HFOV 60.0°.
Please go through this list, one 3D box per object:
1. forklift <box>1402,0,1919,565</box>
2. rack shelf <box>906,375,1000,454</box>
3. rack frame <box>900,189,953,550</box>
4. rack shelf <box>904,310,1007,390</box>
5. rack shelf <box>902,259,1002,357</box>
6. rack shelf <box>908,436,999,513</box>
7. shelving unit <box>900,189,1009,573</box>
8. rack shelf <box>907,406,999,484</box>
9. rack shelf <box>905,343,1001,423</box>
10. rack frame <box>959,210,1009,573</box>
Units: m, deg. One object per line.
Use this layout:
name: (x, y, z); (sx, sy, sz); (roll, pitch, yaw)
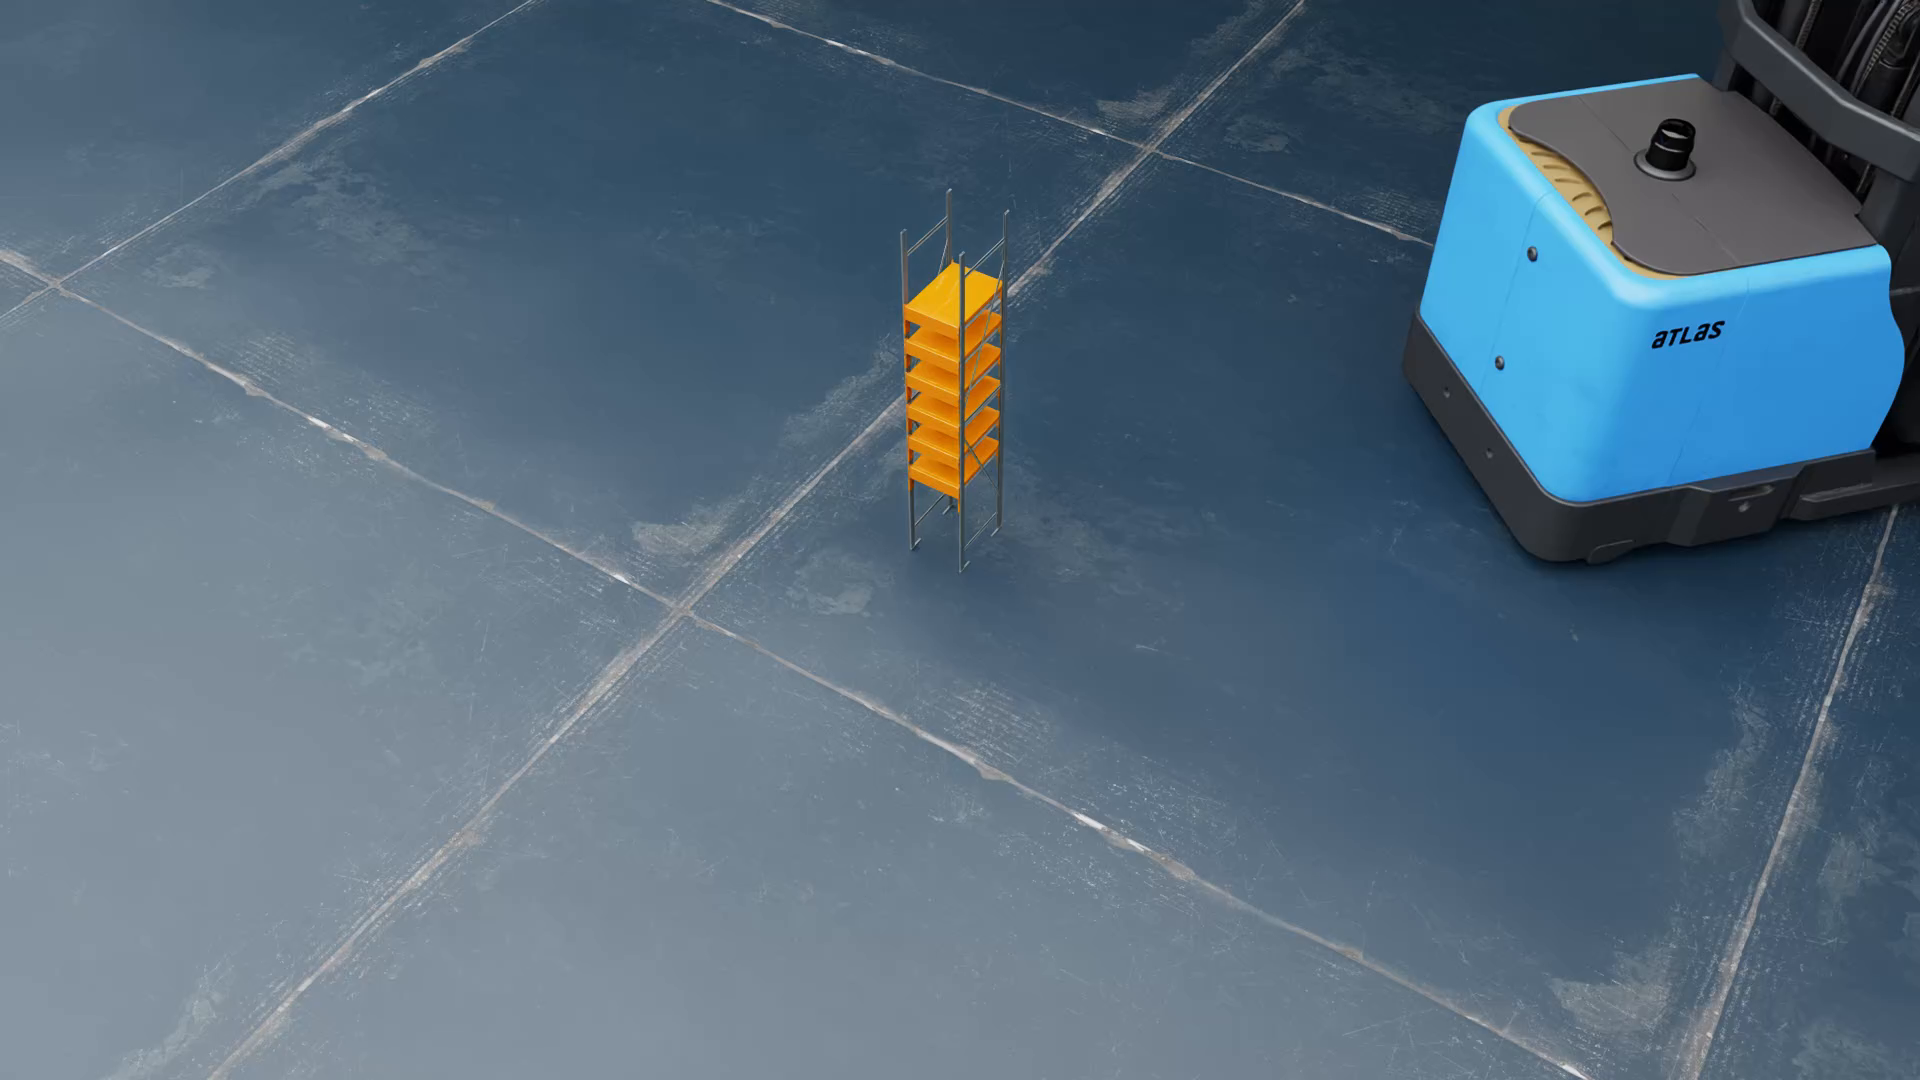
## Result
forklift: (3.095, -1.519, 4.682); (3.031, 2.935, 1.130); (-10, 47, -10)
rack shelf: (-0.012, -0.393, 4.857); (0.180, 0.103, 0.258); (25, 51, 22)
rack frame: (-0.089, -0.459, 4.860); (0.006, 1.200, 0.240); (25, 51, 22)
rack shelf: (-0.012, -0.560, 4.685); (0.180, 0.103, 0.258); (25, 51, 22)
rack shelf: (-0.012, -0.644, 4.599); (0.180, 0.103, 0.258); (25, 51, 22)
rack shelf: (-0.012, -0.226, 5.029); (0.180, 0.103, 0.258); (25, 51, 22)
shelving unit: (-0.012, -0.424, 4.825); (0.189, 1.200, 0.258); (25, 51, 22)
rack shelf: (-0.012, -0.309, 4.943); (0.180, 0.103, 0.258); (25, 51, 22)
rack shelf: (-0.012, -0.476, 4.771); (0.180, 0.103, 0.258); (25, 51, 22)
rack frame: (0.065, -0.388, 4.791); (0.006, 1.200, 0.240); (25, 51, 22)
